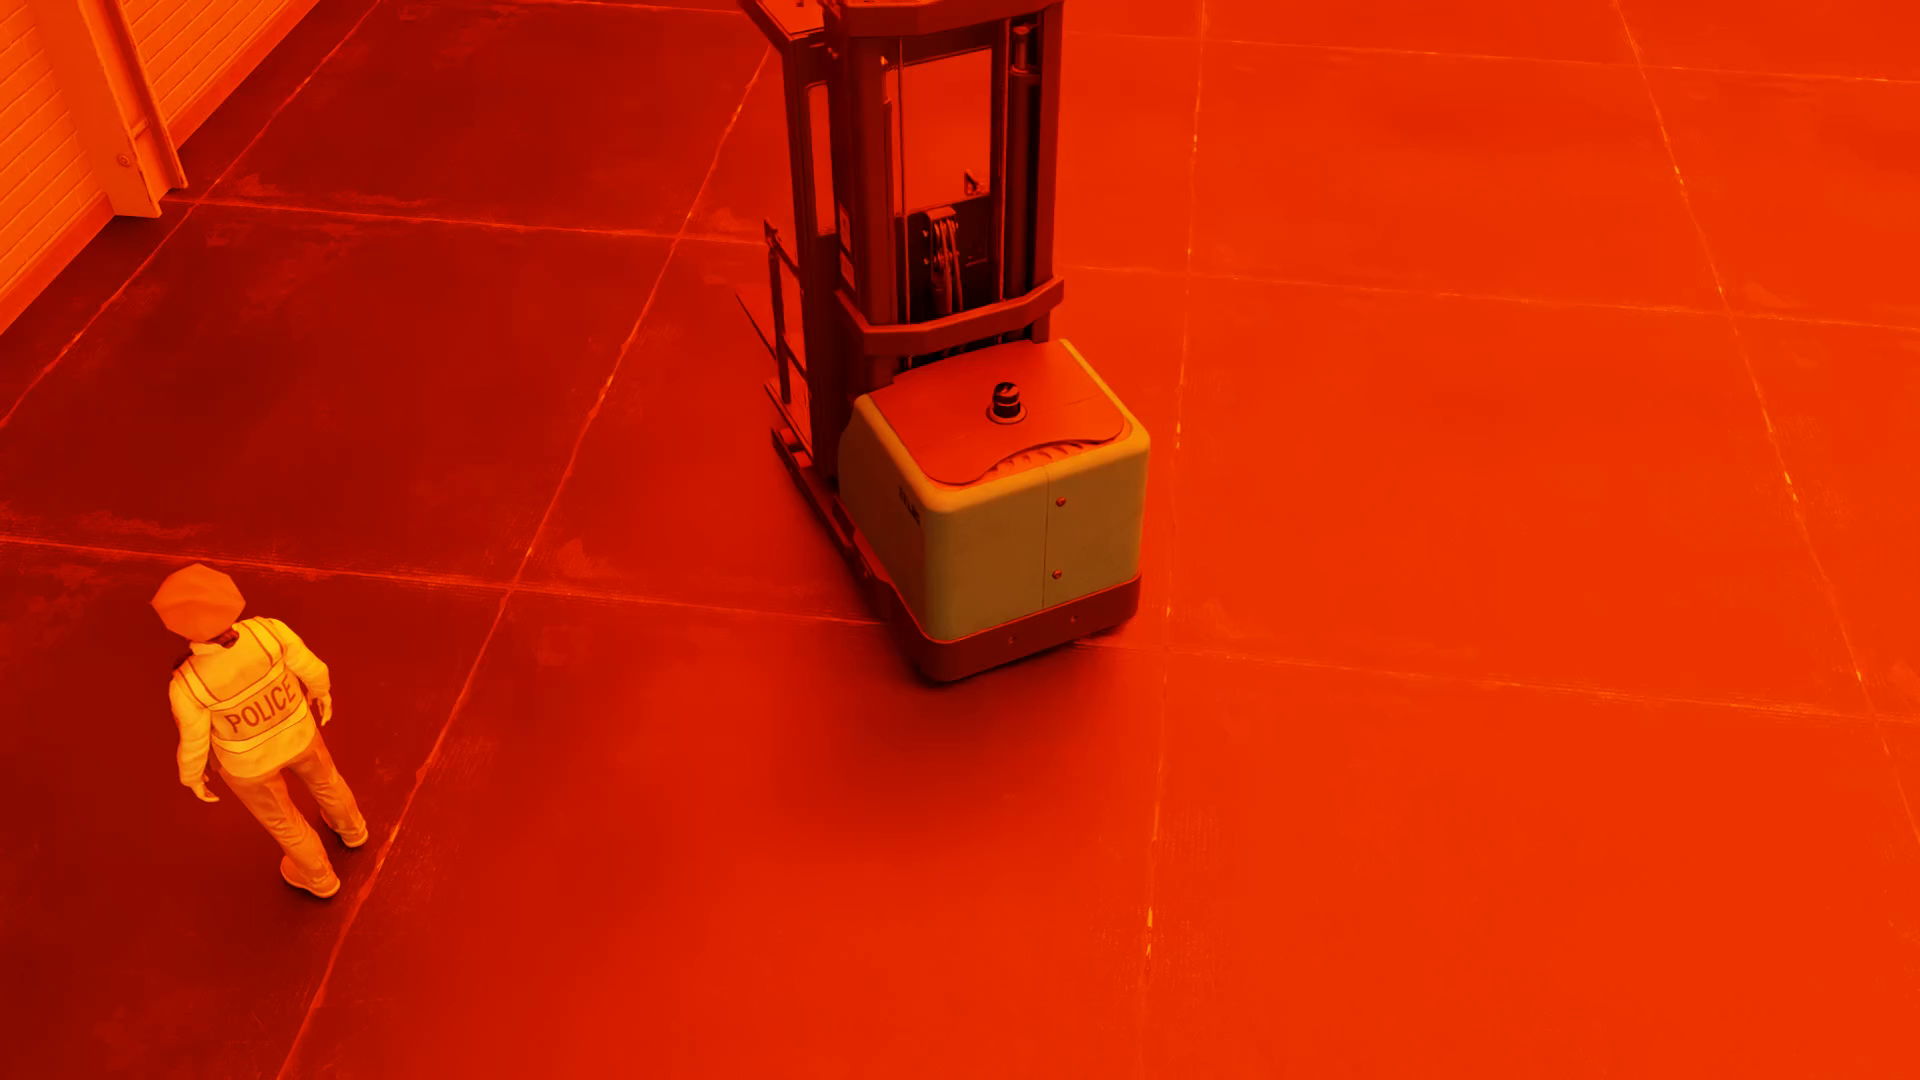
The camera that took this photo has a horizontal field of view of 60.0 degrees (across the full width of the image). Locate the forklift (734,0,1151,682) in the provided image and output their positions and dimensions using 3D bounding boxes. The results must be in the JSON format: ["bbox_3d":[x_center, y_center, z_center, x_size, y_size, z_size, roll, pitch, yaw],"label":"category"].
[{"bbox_3d":[-0.285,-1.472,7.327,1.130,2.935,3.031,-18,45,-18],"label":"forklift"}]

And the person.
[{"bbox_3d":[-2.503,0.682,5.888,0.530,1.696,0.583,31,51,29],"label":"person"}]
